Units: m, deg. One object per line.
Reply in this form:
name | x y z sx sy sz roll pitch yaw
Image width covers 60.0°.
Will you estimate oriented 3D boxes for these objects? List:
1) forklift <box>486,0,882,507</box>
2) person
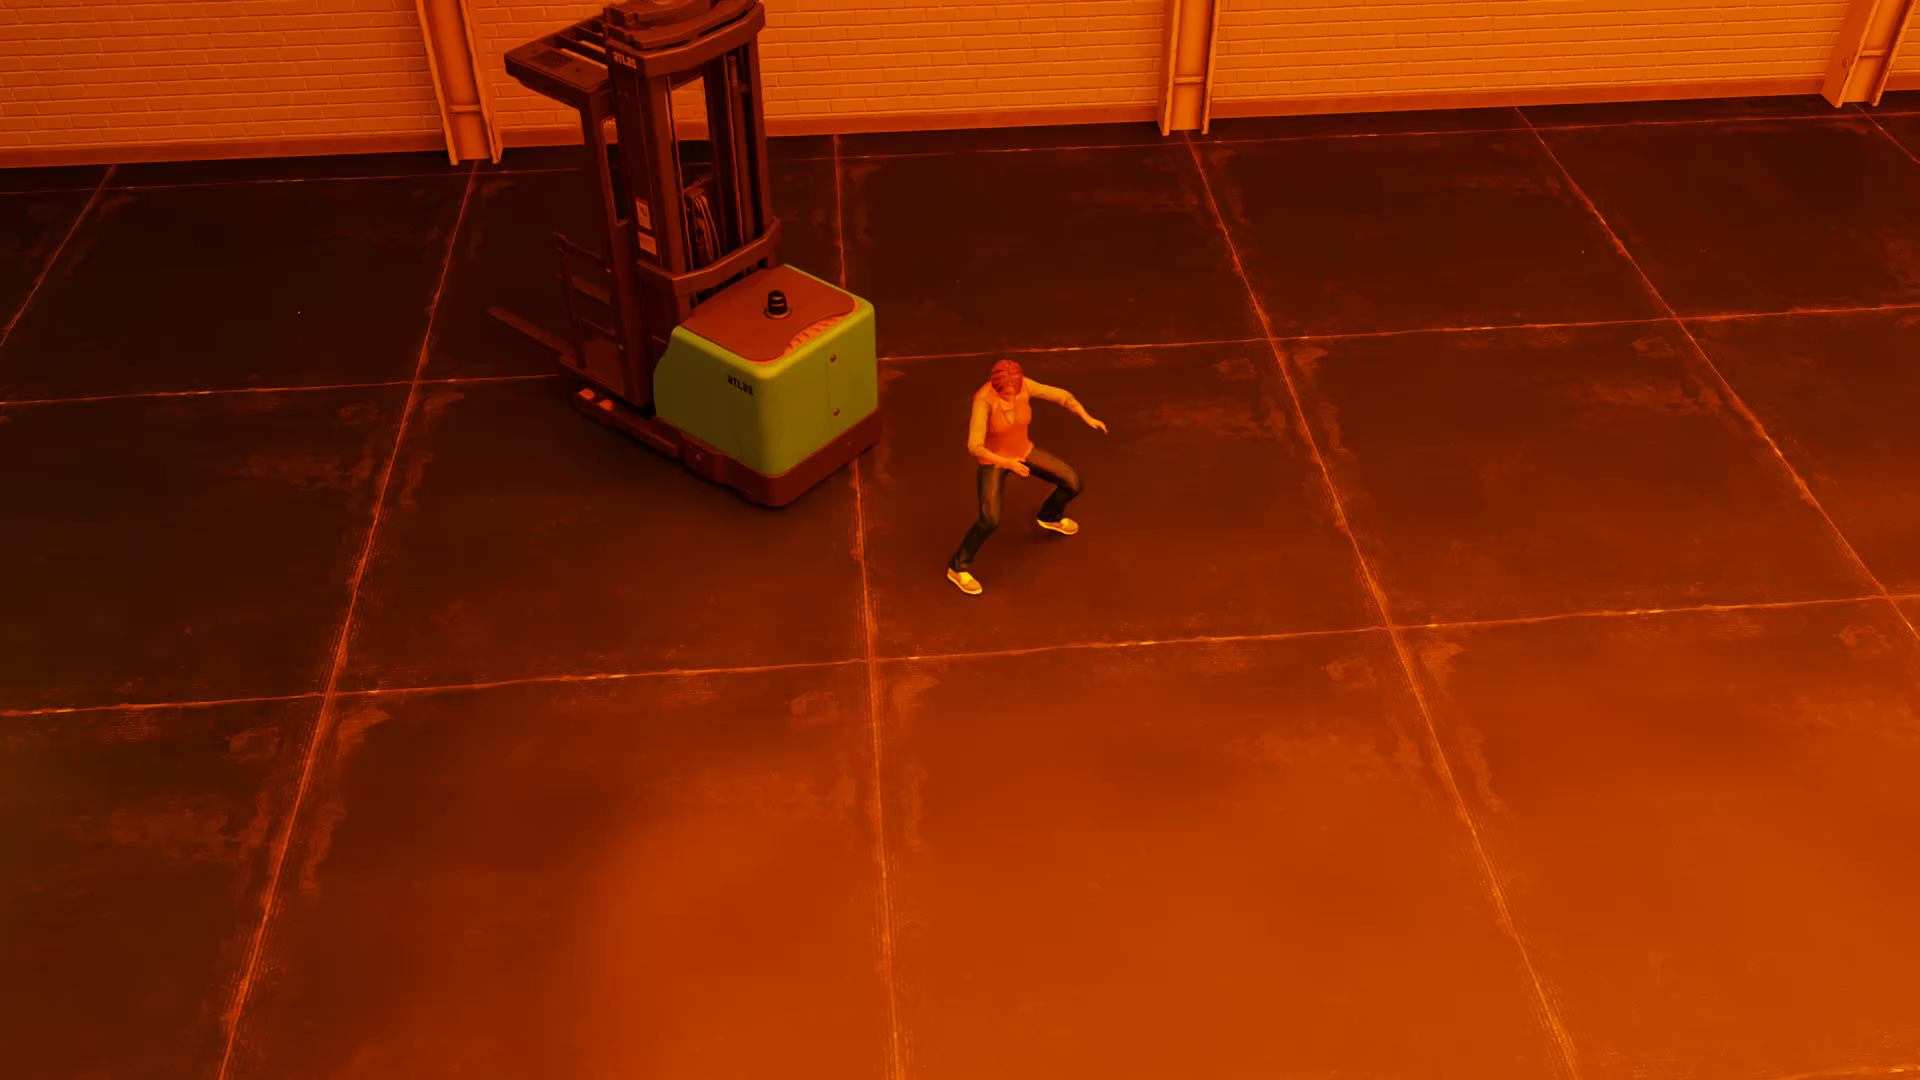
forklift | -1.973 -2.120 10.416 3.031 2.935 1.130 28 48 29
person | 0.341 -0.414 9.624 0.914 1.366 0.662 -17 43 -19
